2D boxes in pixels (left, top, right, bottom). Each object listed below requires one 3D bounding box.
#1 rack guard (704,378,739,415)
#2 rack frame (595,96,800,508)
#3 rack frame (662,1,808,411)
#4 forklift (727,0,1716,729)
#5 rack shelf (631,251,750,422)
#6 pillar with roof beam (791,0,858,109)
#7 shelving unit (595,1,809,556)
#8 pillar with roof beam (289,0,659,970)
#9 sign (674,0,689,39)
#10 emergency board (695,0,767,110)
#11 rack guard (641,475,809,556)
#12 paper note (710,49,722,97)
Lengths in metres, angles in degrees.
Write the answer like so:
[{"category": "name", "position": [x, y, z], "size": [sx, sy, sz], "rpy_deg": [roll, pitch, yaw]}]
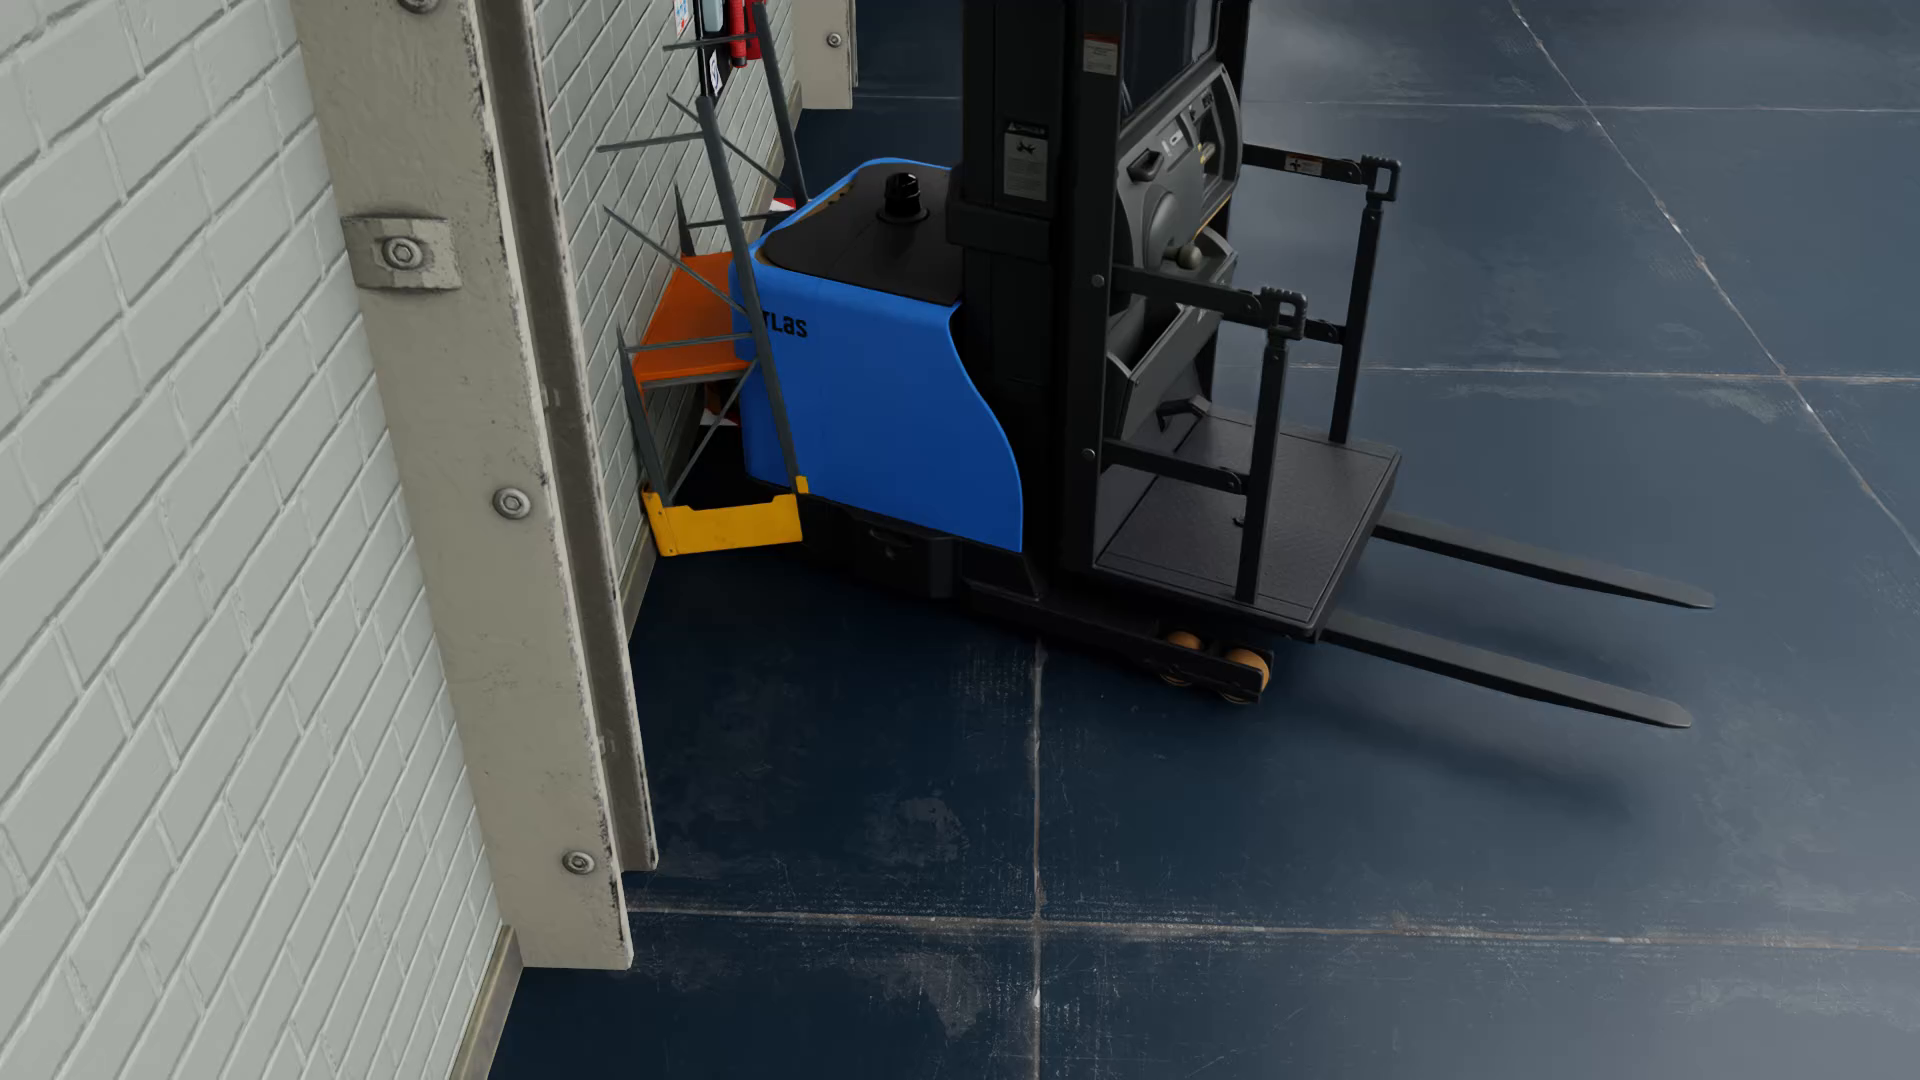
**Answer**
[{"category": "rack guard", "position": [-0.689, -0.638, 6.359], "size": [0.587, 0.250, 0.087], "rpy_deg": [-6, 32, 7]}, {"category": "rack frame", "position": [-0.841, -0.612, 5.176], "size": [0.500, 1.500, 0.032], "rpy_deg": [-6, 32, 7]}, {"category": "rack frame", "position": [-0.789, -1.161, 6.031], "size": [0.500, 1.500, 0.032], "rpy_deg": [-6, 32, 7]}, {"category": "forklift", "position": [0.818, -1.052, 4.697], "size": [3.031, 2.935, 1.130], "rpy_deg": [16, 38, 21]}, {"category": "rack shelf", "position": [-0.786, -0.736, 5.698], "size": [0.538, 0.185, 1.000], "rpy_deg": [-6, 32, 7]}, {"category": "pillar with roof beam", "position": [3.561, -6.061, 6.548], "size": [9.100, 9.000, 0.400], "rpy_deg": [1, 35, 2]}, {"category": "shelving unit", "position": [-0.815, -0.891, 5.611], "size": [0.587, 1.500, 1.083], "rpy_deg": [-6, 32, 7]}, {"category": "pillar with roof beam", "position": [3.320, -2.614, 1.643], "size": [9.100, 9.000, 0.400], "rpy_deg": [1, 35, 2]}, {"category": "sign", "position": [-1.003, -1.986, 5.936], "size": [0.001, 0.329, 0.234], "rpy_deg": [1, 35, 2]}, {"category": "emergency board", "position": [-0.878, -2.287, 6.395], "size": [0.194, 1.169, 0.643], "rpy_deg": [1, 35, 2]}, {"category": "rack guard", "position": [-0.741, -0.101, 5.522], "size": [0.587, 0.250, 0.087], "rpy_deg": [-6, 32, 7]}, {"category": "paper note", "position": [-0.954, -1.826, 6.506], "size": [0.016, 0.148, 0.142], "rpy_deg": [1, 35, 2]}]
